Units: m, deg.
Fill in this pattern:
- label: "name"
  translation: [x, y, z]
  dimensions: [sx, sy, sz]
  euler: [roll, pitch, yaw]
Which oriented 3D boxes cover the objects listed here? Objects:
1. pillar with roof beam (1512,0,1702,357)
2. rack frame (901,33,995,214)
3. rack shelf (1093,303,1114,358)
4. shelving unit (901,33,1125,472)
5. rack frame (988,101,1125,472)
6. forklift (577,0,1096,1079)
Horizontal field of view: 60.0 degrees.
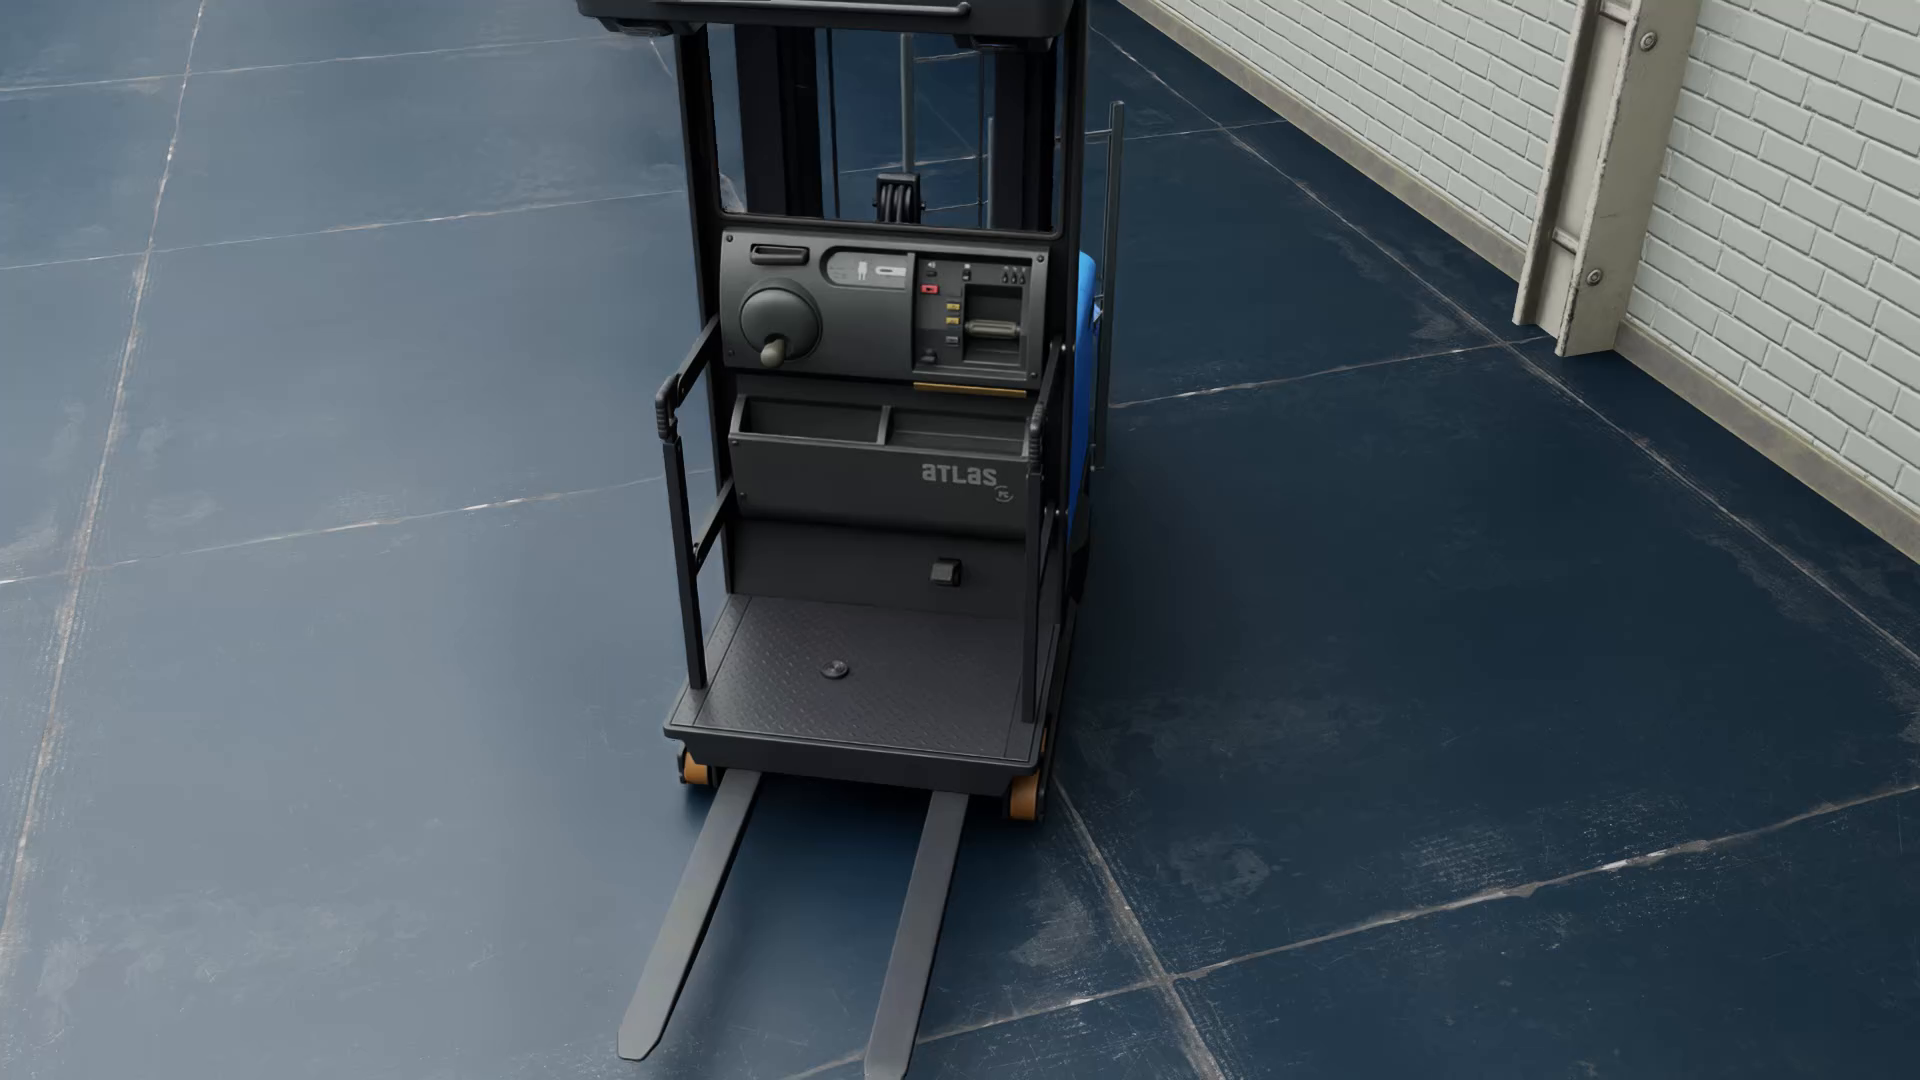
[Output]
- label: "pillar with roof beam"
  translation: [-1.303, -3.984, 4.116]
  dimensions: [9.100, 9.000, 0.400]
  euler: [-10, 35, -15]
- label: "rack frame"
  translation: [0.007, -1.403, 7.012]
  dimensions: [0.500, 1.500, 0.032]
  euler: [-11, 35, -16]
- label: "rack shelf"
  translation: [0.173, -0.988, 6.711]
  dimensions: [0.538, 0.185, 1.000]
  euler: [-11, 35, -16]
- label: "shelving unit"
  translation: [0.173, -1.138, 6.612]
  dimensions: [0.538, 1.500, 1.048]
  euler: [-11, 35, -16]
- label: "rack frame"
  translation: [0.340, -0.873, 6.211]
  dimensions: [0.500, 1.500, 0.032]
  euler: [-11, 35, -16]
- label: "forklift"
  translation: [-0.249, -0.595, 4.493]
  dimensions: [1.130, 2.935, 3.031]
  euler: [5, 34, 8]
